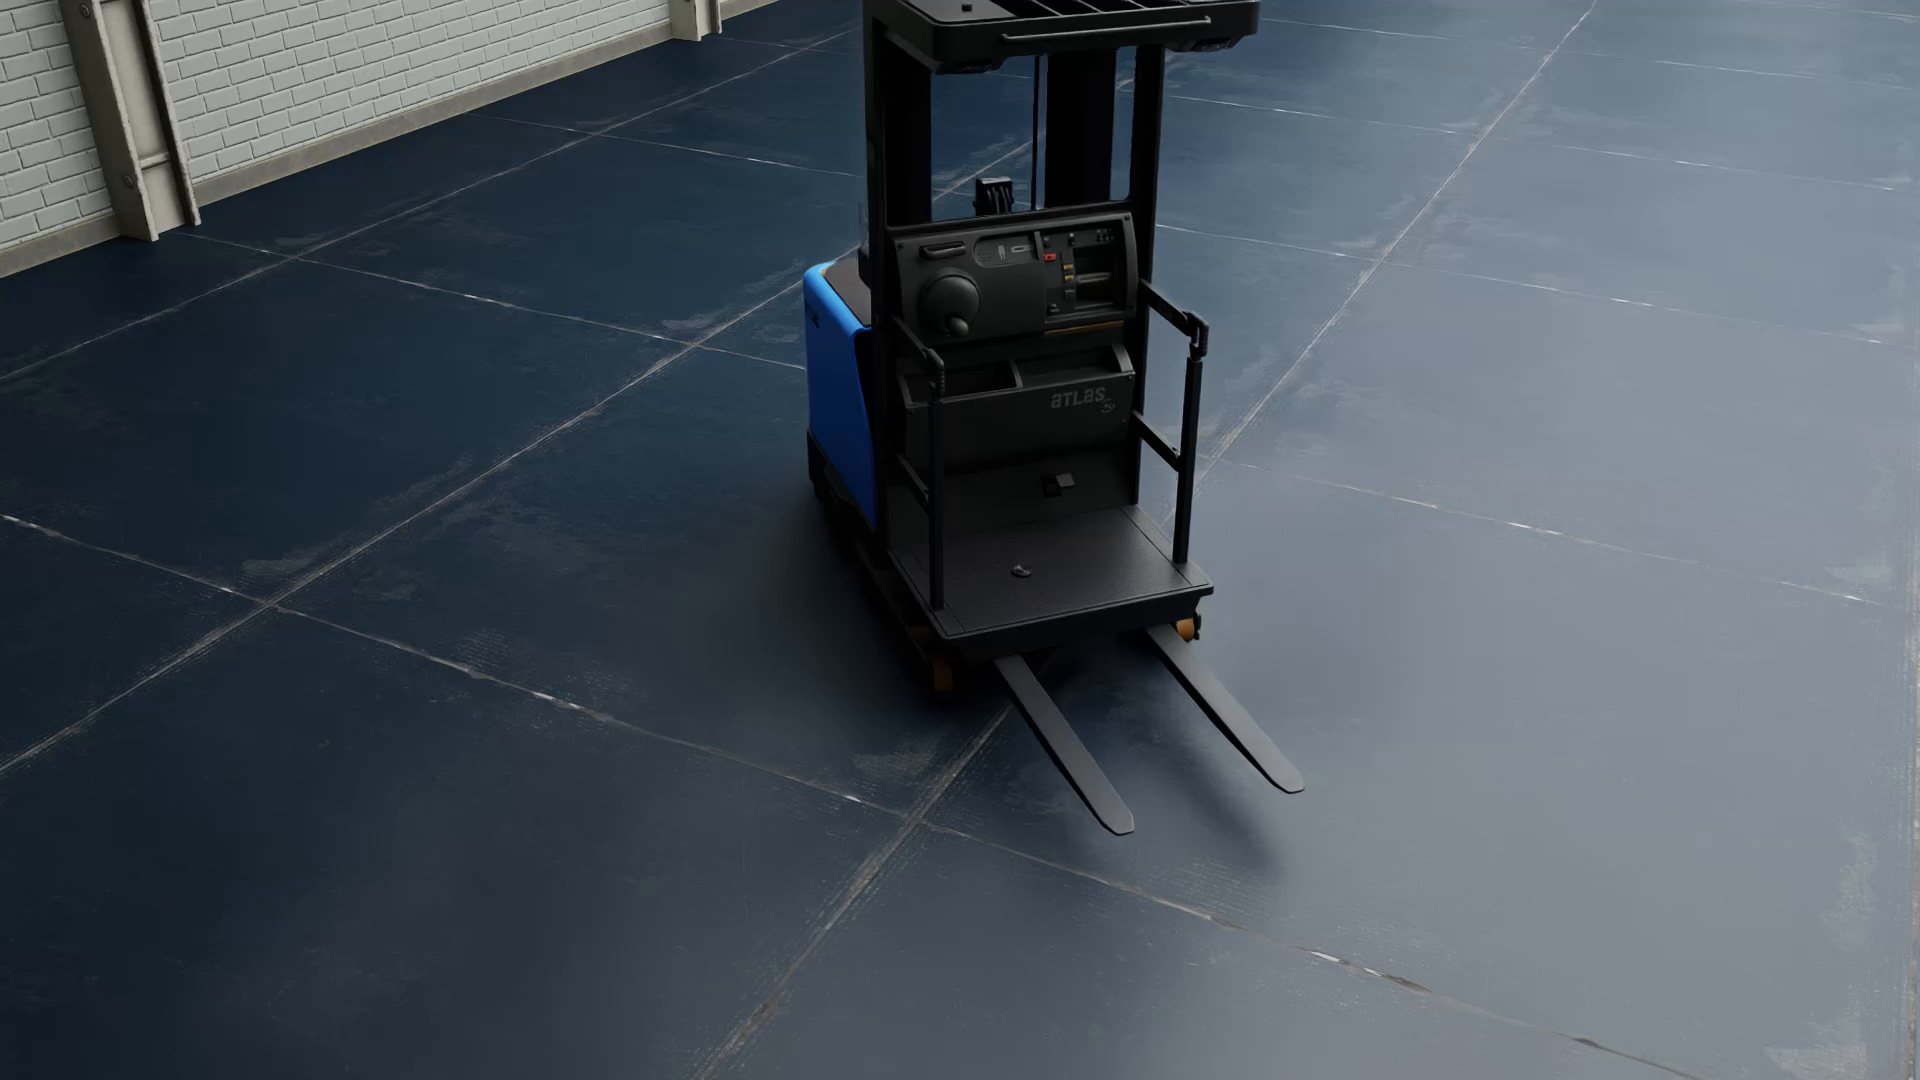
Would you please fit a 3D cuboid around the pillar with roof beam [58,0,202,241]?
[{"bbox_3d":[-1.340,-4.942,6.819,9.100,9.000,0.400,14,33,23],"label":"pillar with roof beam"}]

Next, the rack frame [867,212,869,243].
[{"bbox_3d":[-0.280,-0.919,7.616,0.240,1.200,0.006,-7,26,-13],"label":"rack frame"}]

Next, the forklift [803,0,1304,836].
[{"bbox_3d":[0.288,-0.920,5.909,1.130,2.935,3.031,-10,31,-17],"label":"forklift"}]

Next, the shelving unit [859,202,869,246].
[{"bbox_3d":[-0.303,-0.956,7.696,0.258,1.200,0.189,-7,26,-13],"label":"shelving unit"}]

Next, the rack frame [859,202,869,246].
[{"bbox_3d":[-0.326,-0.992,7.777,0.240,1.200,0.006,-7,26,-13],"label":"rack frame"}]

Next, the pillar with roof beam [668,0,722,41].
[{"bbox_3d":[1.393,-7.602,11.451,9.100,9.000,0.400,14,33,23],"label":"pillar with roof beam"}]
